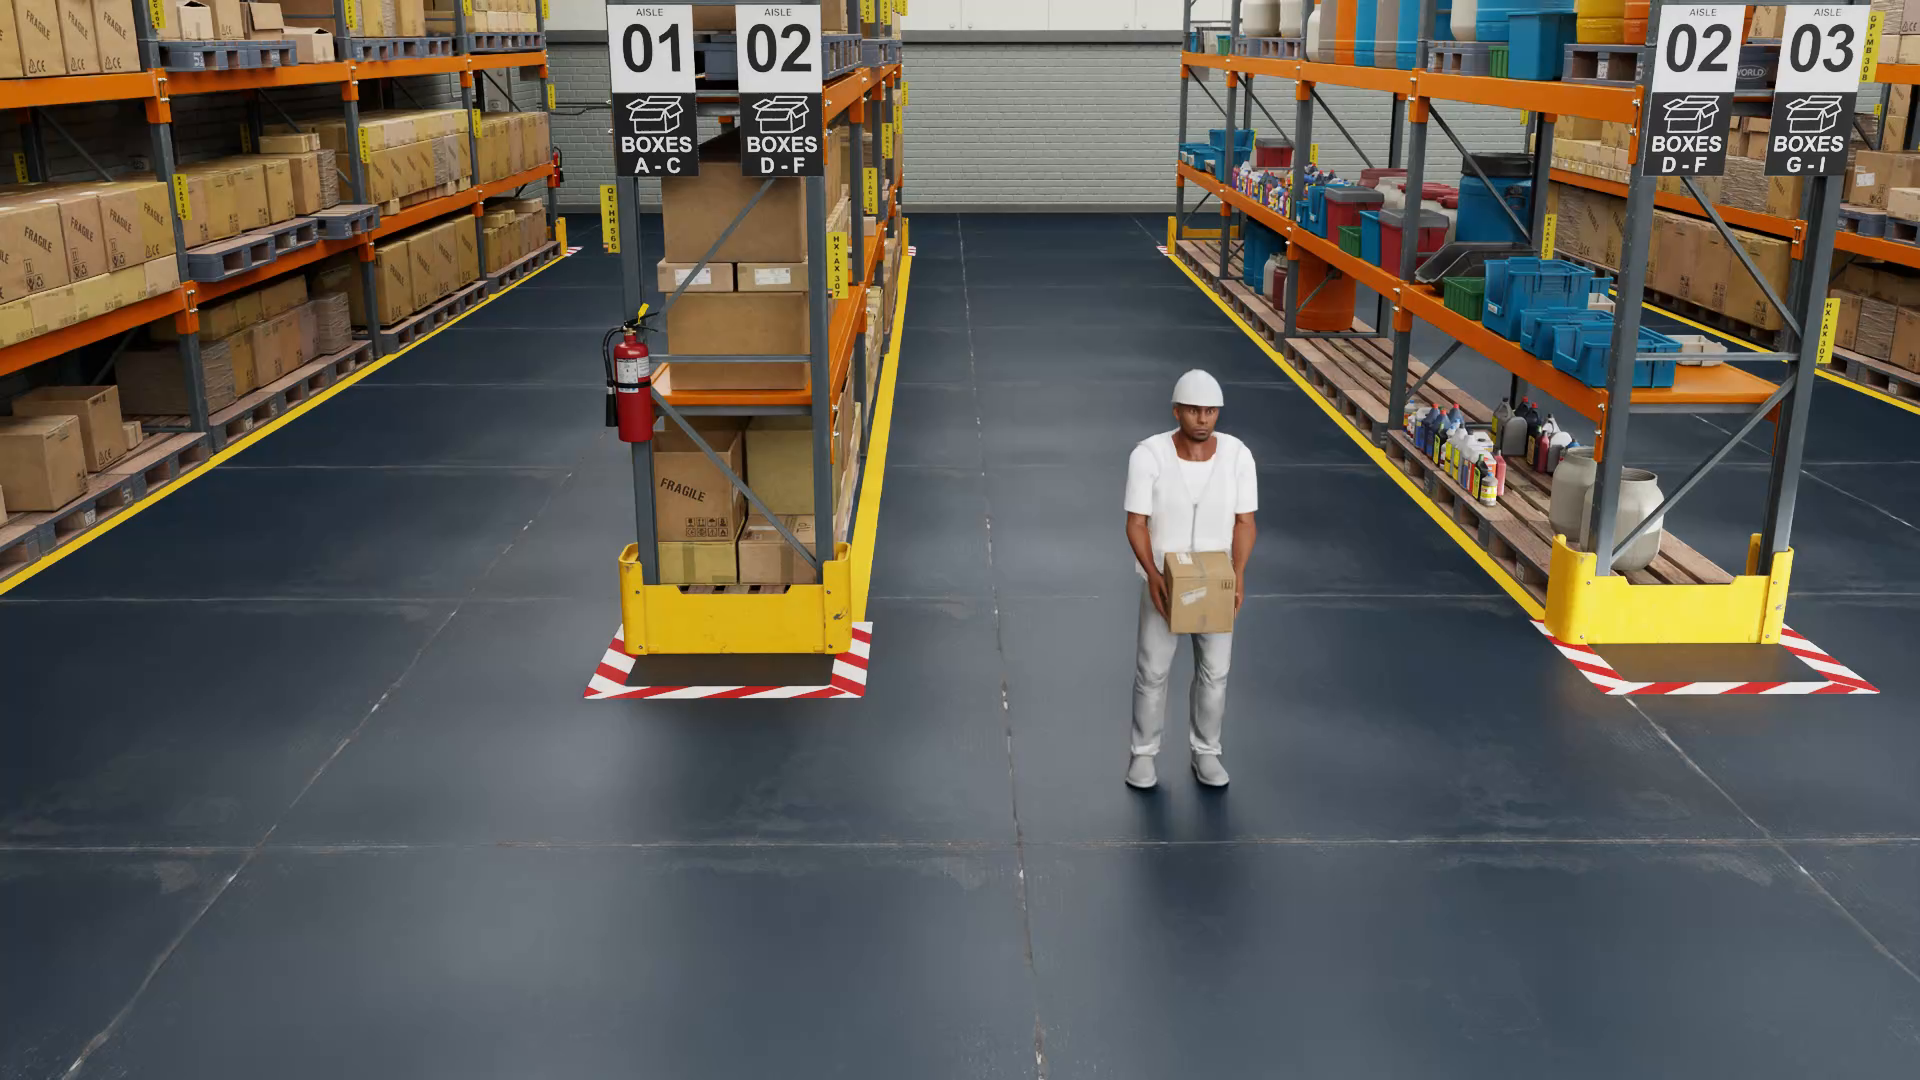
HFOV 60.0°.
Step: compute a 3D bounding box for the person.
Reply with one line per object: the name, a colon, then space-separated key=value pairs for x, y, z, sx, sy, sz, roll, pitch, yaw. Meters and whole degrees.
person: x=0.957 y=0.183 z=6.903 sx=0.558 sy=1.769 sz=0.520 roll=0 pitch=17 yaw=-1
